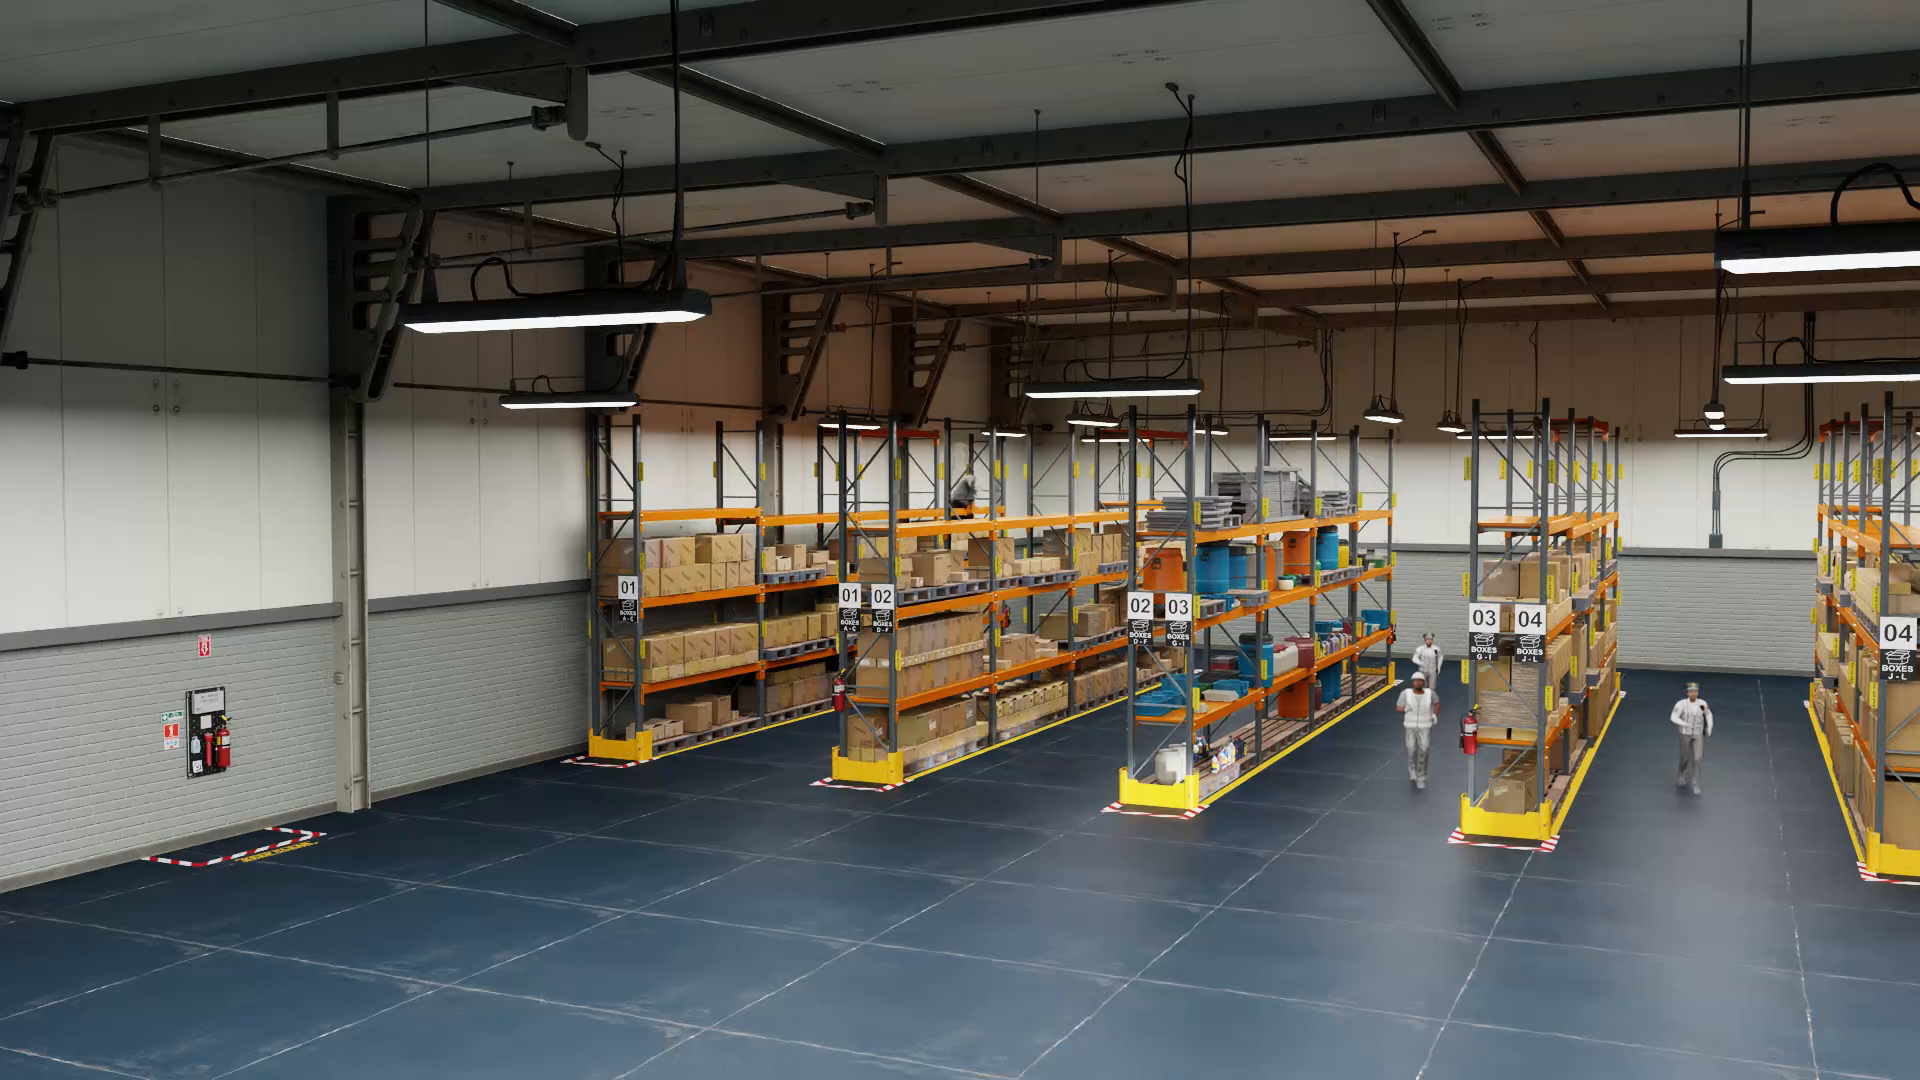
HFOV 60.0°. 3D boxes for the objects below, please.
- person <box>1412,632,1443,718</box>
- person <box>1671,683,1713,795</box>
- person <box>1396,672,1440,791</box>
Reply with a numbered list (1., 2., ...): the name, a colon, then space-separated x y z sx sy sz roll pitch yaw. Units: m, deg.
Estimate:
1. person: 9.620 2.749 34.214 0.608 1.721 0.853 1 2 14
2. person: 11.480 3.081 26.096 0.632 1.724 0.825 1 2 14
3. person: 7.264 3.003 26.403 0.668 1.820 0.828 1 2 17
